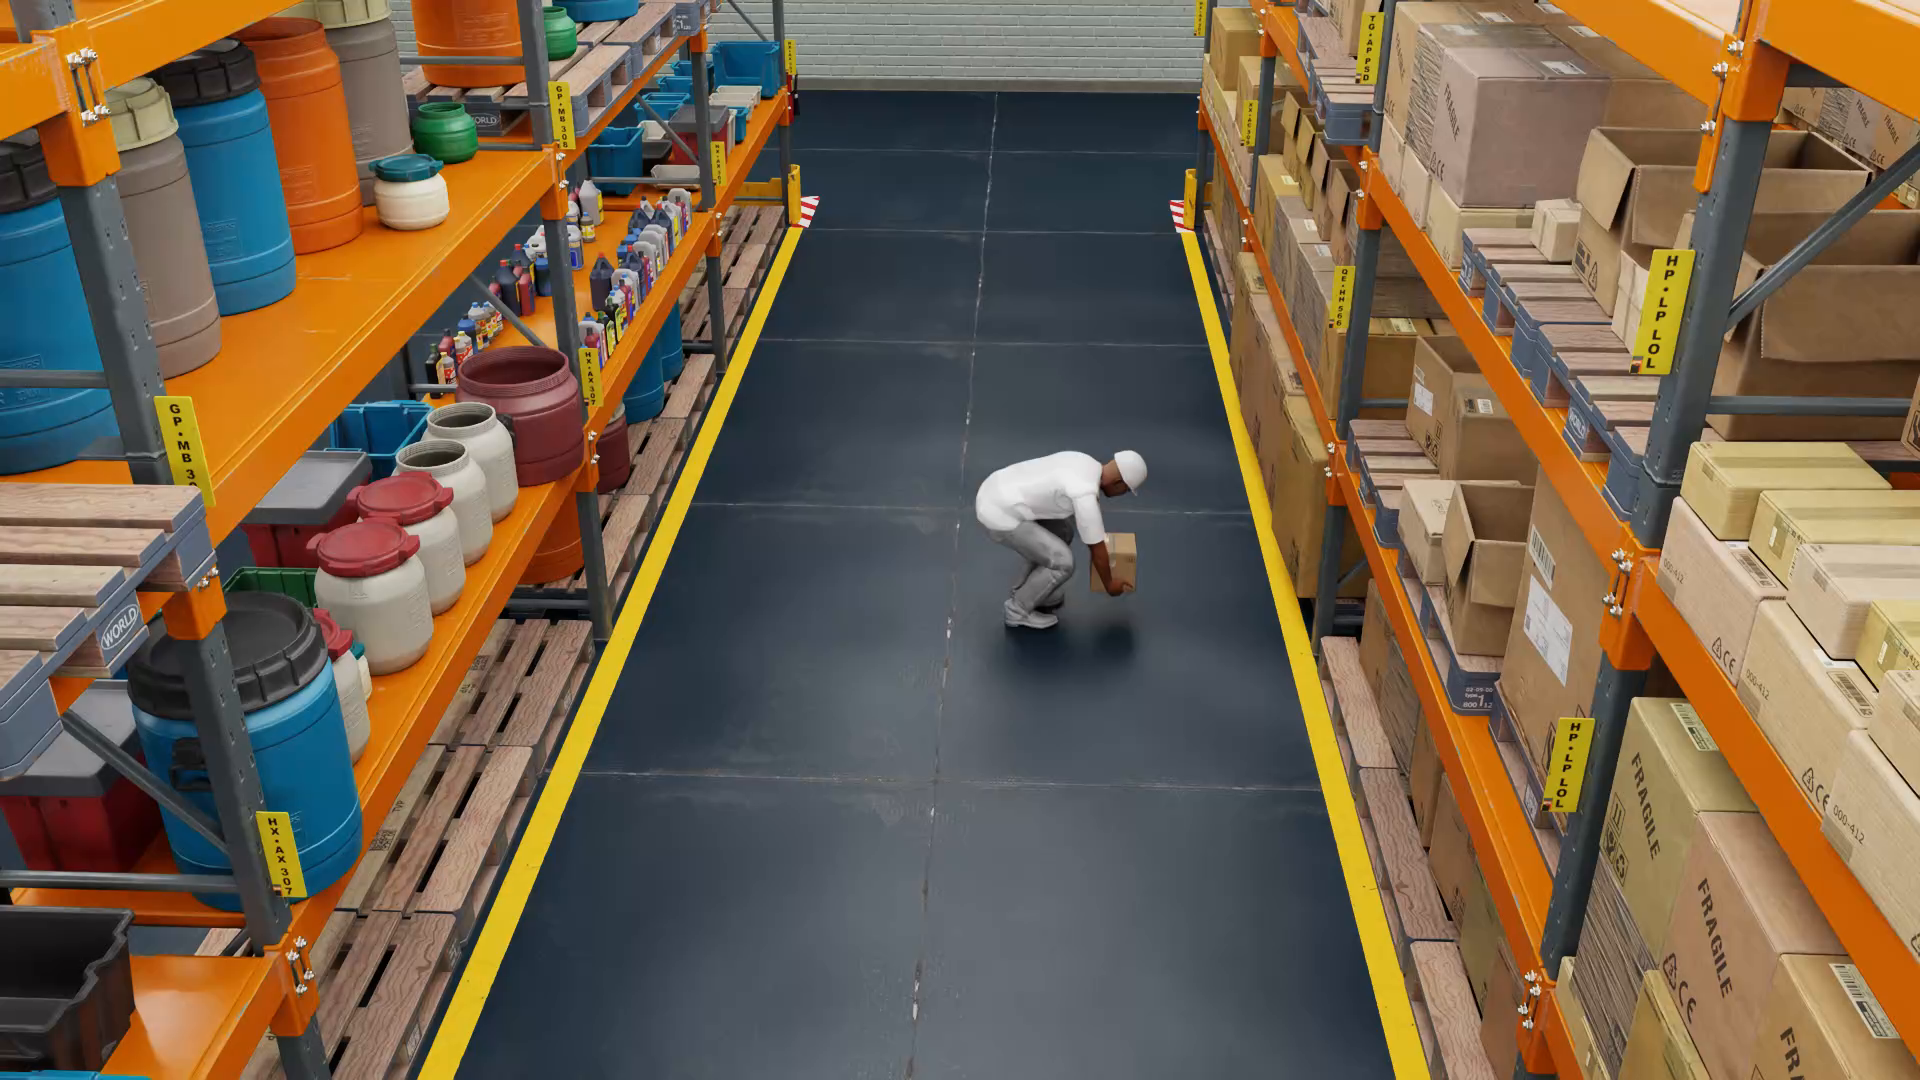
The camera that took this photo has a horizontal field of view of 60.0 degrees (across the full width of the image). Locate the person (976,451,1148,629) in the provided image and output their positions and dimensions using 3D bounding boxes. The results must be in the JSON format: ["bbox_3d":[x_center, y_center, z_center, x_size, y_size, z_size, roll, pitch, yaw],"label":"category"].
[{"bbox_3d":[0.568,-0.034,9.463,0.958,1.019,0.527,0,28,0],"label":"person"}]
